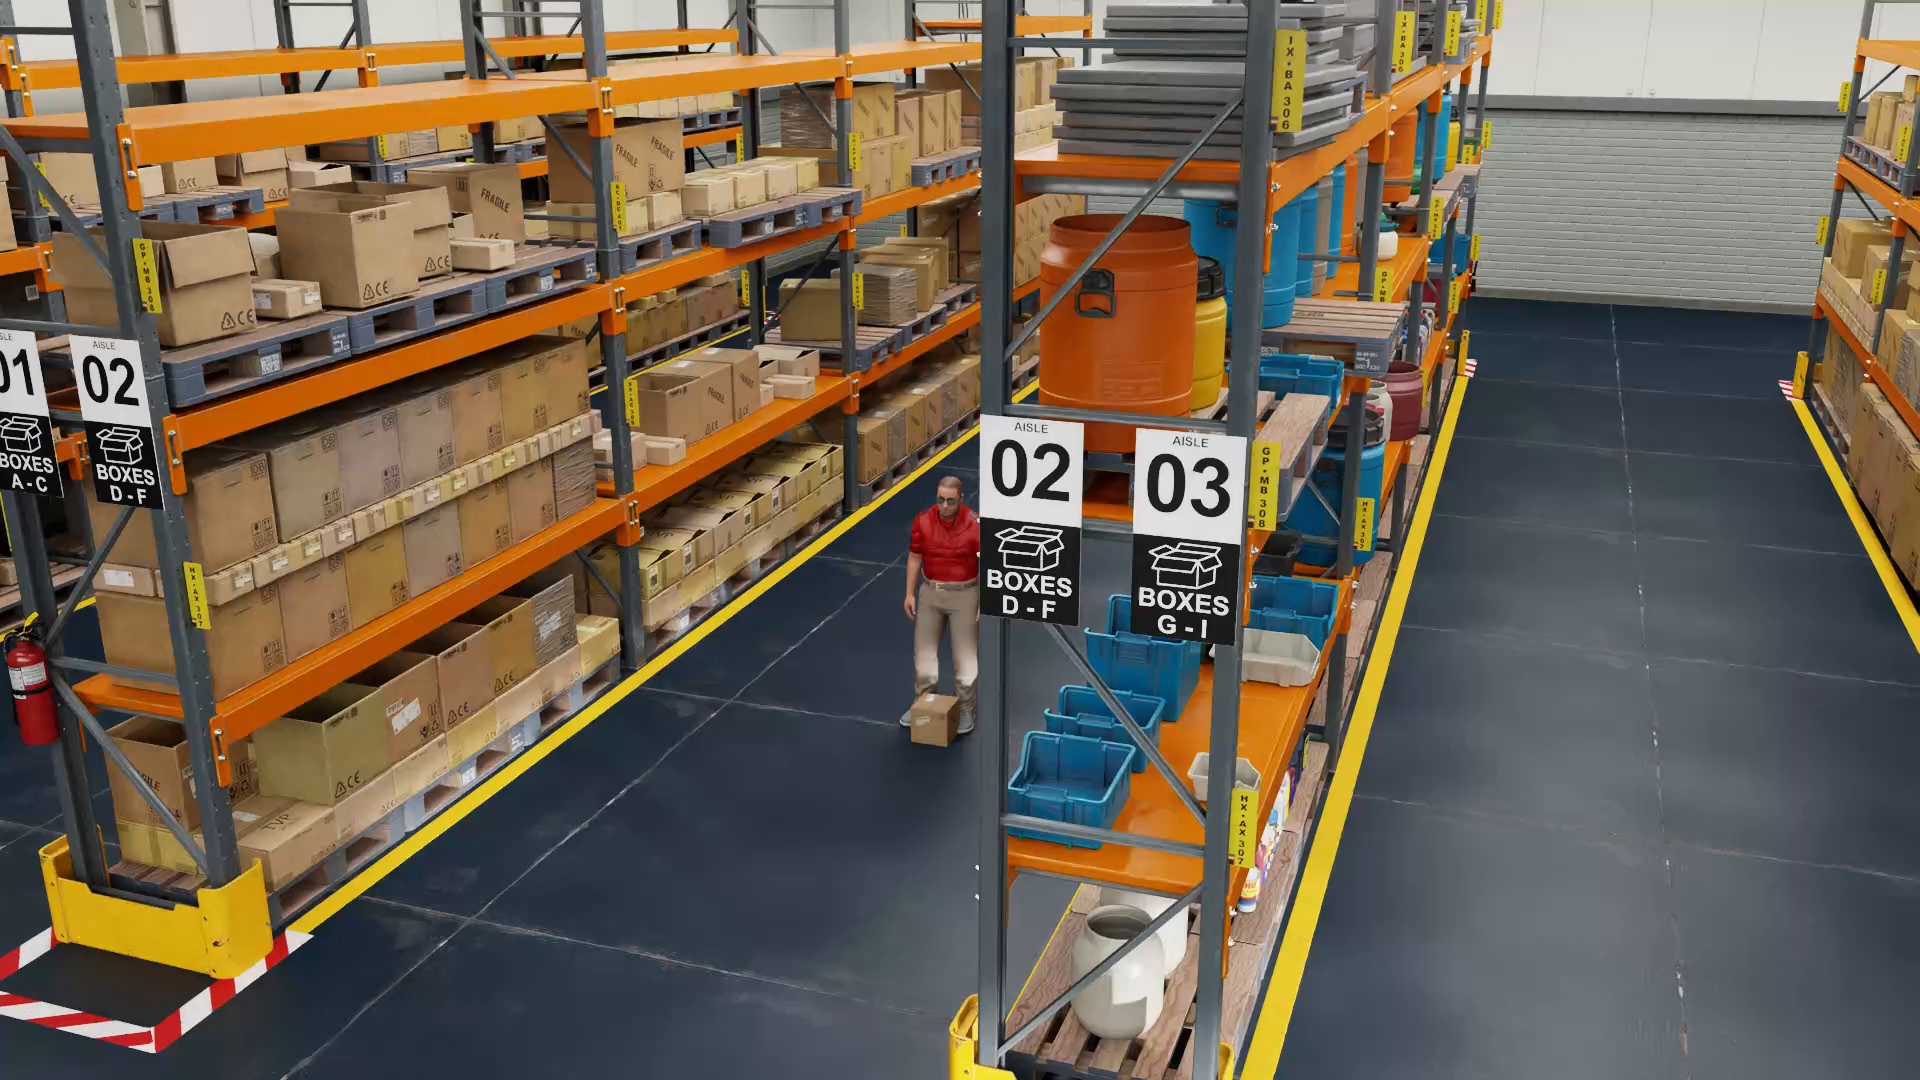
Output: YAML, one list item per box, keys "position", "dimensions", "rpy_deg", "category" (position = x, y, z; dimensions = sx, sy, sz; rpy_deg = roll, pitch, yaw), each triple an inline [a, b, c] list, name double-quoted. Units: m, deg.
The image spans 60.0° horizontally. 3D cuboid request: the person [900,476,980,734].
- position: [-0.090, 0.399, 10.890]
  dimensions: [0.587, 1.727, 0.394]
  rpy_deg: [6, 20, 19]
  category: "person"
